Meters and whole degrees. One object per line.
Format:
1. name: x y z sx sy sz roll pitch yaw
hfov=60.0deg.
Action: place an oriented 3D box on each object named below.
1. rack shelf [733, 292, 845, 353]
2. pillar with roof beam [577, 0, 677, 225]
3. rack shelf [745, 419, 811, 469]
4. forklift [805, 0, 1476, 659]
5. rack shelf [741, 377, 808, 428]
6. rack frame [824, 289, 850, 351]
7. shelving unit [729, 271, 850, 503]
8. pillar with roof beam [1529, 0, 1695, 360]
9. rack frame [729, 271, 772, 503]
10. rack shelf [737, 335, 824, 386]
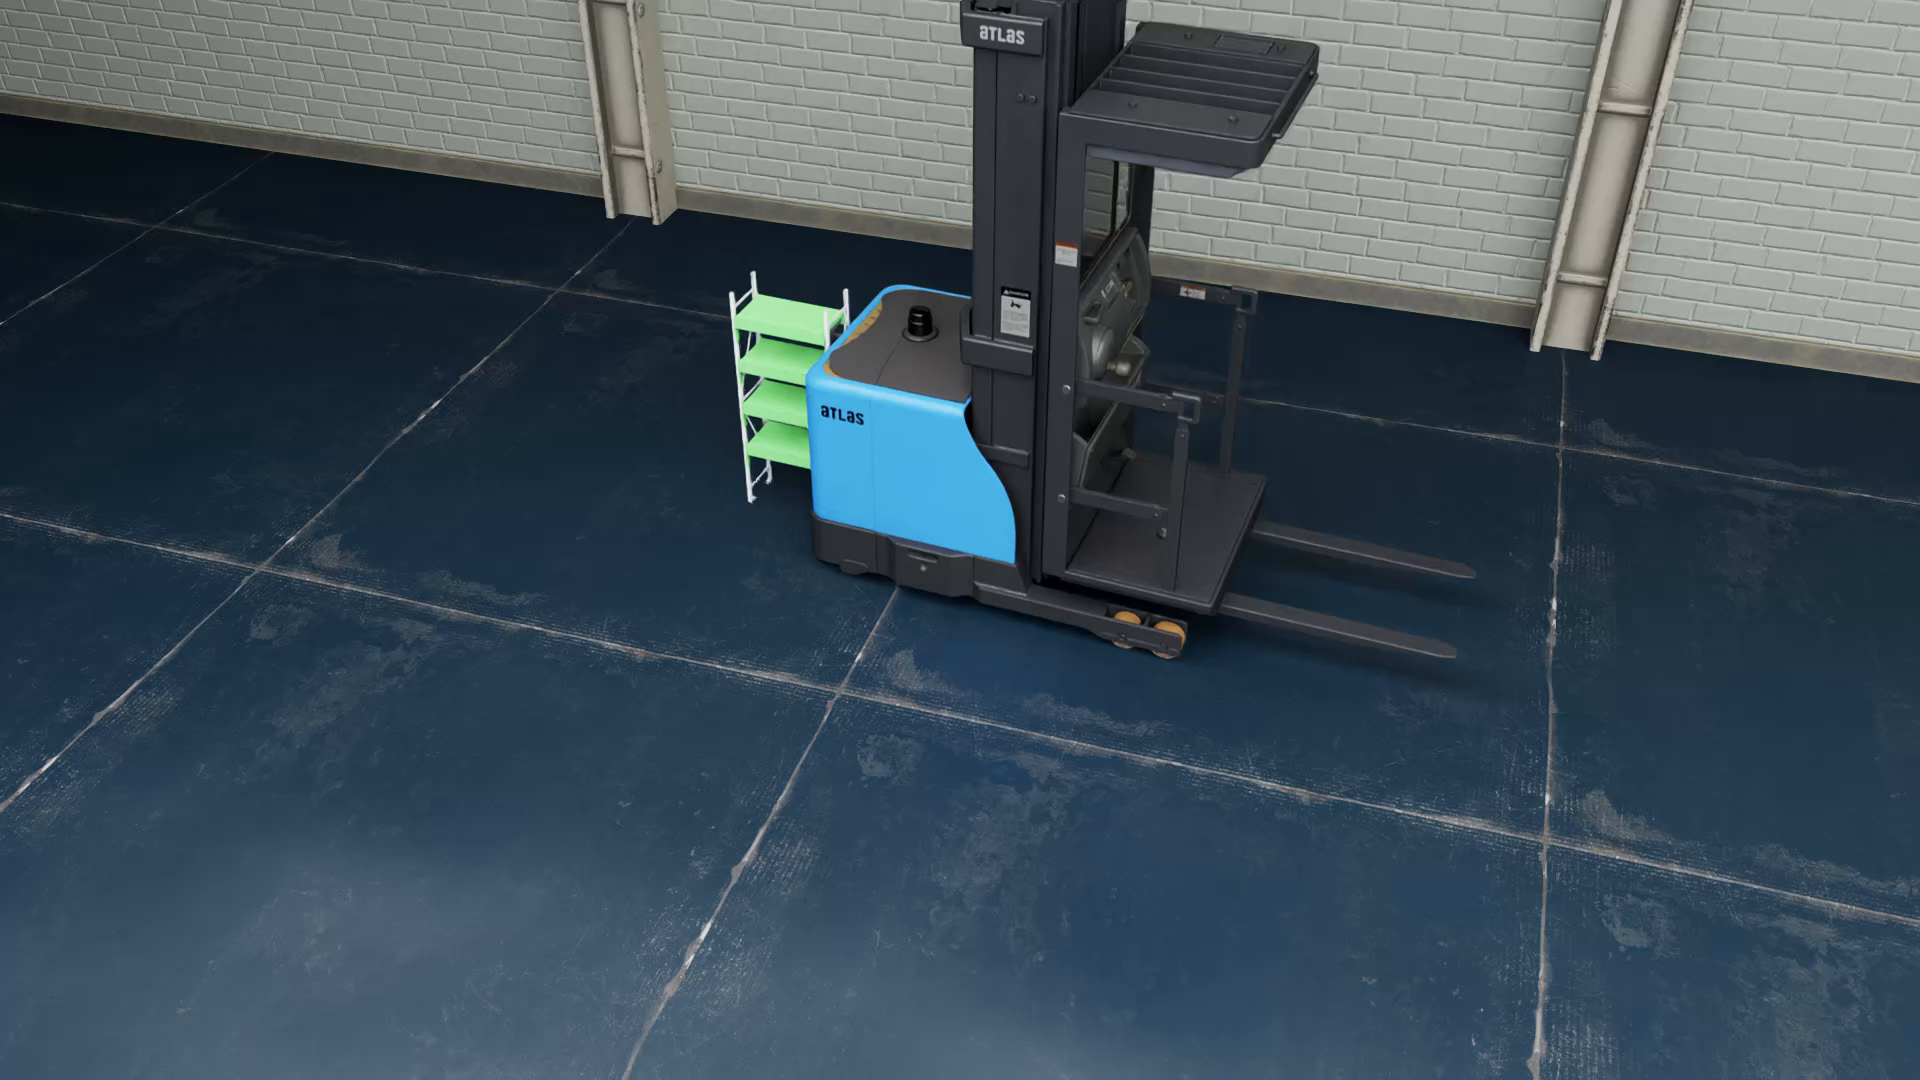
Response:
1. rack shelf: -0.805 -1.022 7.925 0.480 0.148 0.258 13 38 17
2. pillar with roof beam: -3.433 -3.414 5.297 0.400 9.000 9.100 10 38 14
3. rack shelf: -0.805 -0.442 8.351 0.480 0.148 0.258 13 38 17
4. forklift: 0.856 -1.004 7.141 3.031 2.935 1.130 13 38 17
5. rack shelf: -0.805 -0.636 8.209 0.480 0.148 0.258 13 38 17
6. rack frame: -0.578 -0.634 8.099 0.015 1.200 0.240 13 38 17
7. shelving unit: -0.805 -0.687 8.171 0.503 1.200 0.258 13 38 17
8. pillar with roof beam: 2.294 -2.353 3.856 0.400 9.000 9.100 10 38 14
9. rack frame: -1.032 -0.740 8.243 0.015 1.200 0.240 13 38 17
10. rack shelf: -0.805 -0.829 8.067 0.480 0.148 0.258 13 38 17
